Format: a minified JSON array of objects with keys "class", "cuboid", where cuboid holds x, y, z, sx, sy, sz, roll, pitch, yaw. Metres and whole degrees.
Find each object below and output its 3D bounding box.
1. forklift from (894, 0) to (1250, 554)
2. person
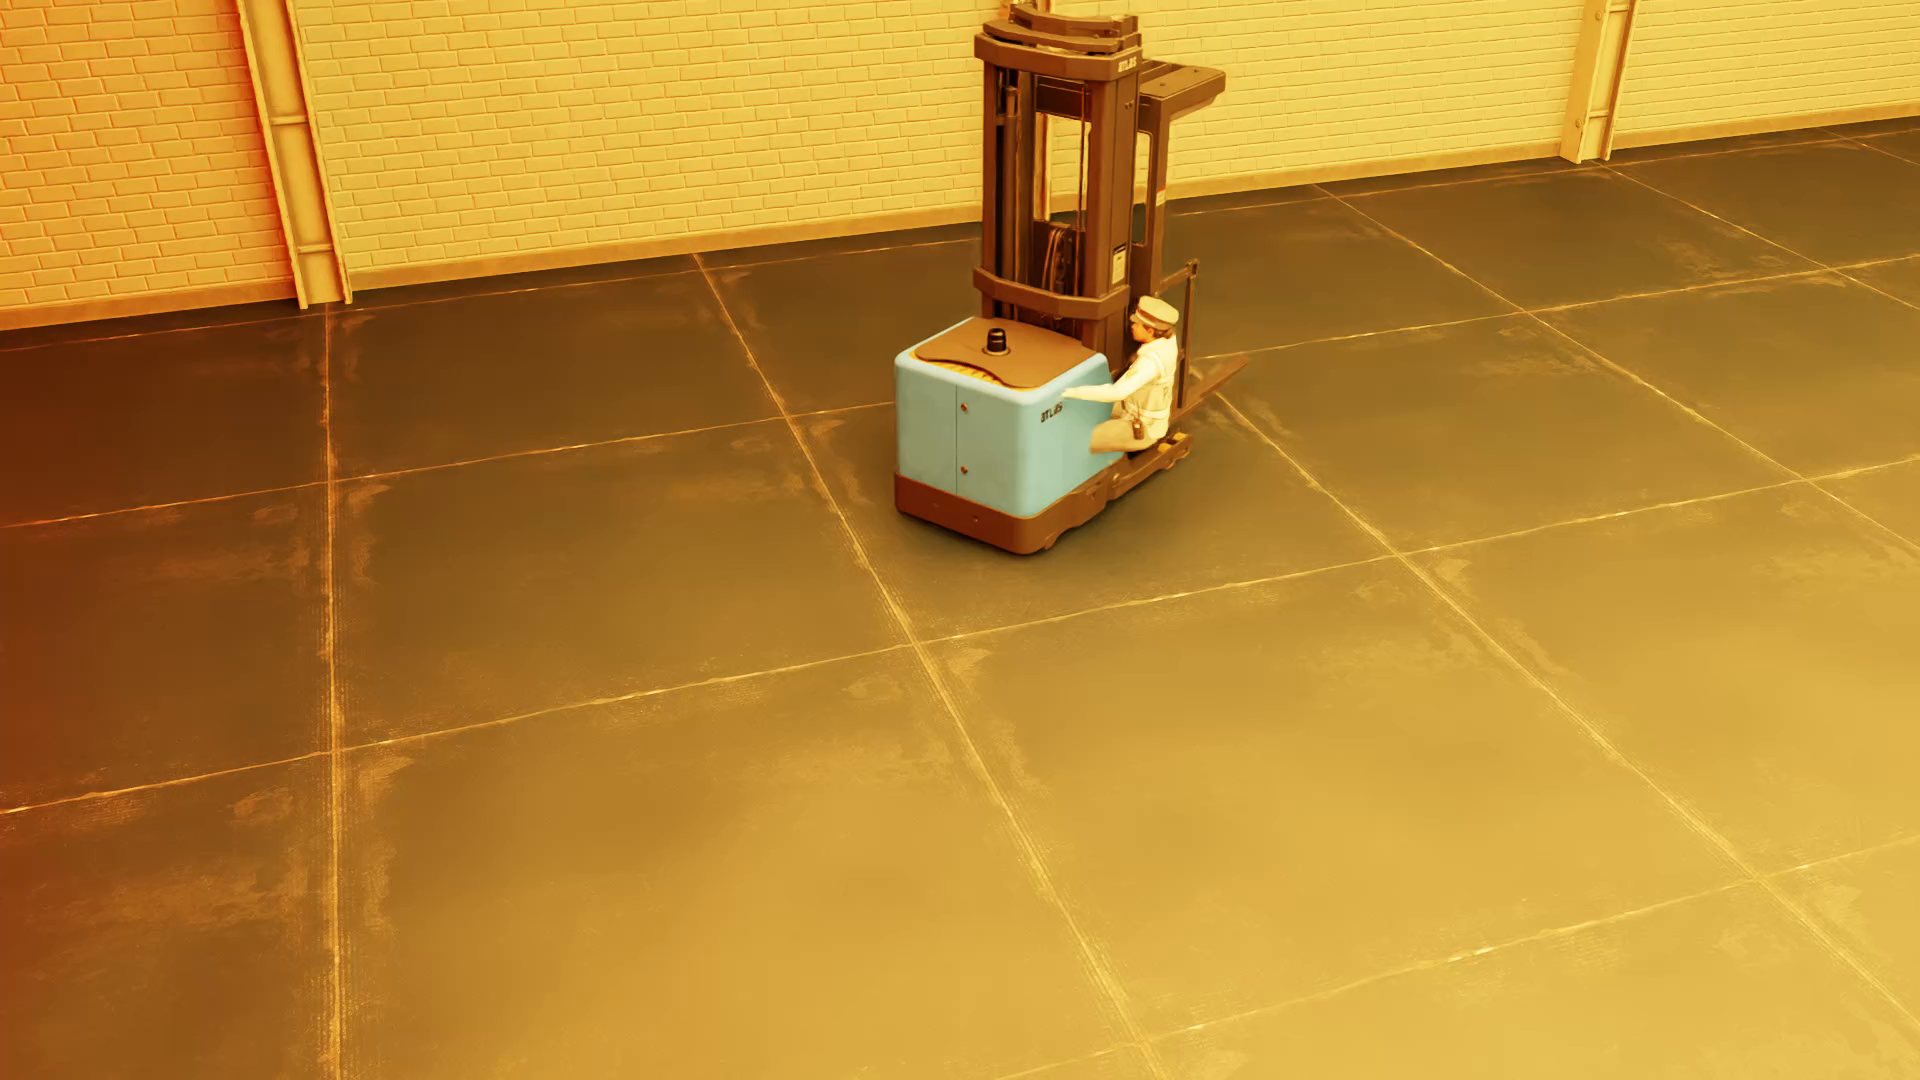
[{"class":"forklift","cuboid":[0.887,-1.865,10.328,1.130,2.935,3.031,21,36,31]},{"class":"person","cuboid":[0.878,-0.813,9.972,0.796,1.452,0.969,6,30,9]}]
